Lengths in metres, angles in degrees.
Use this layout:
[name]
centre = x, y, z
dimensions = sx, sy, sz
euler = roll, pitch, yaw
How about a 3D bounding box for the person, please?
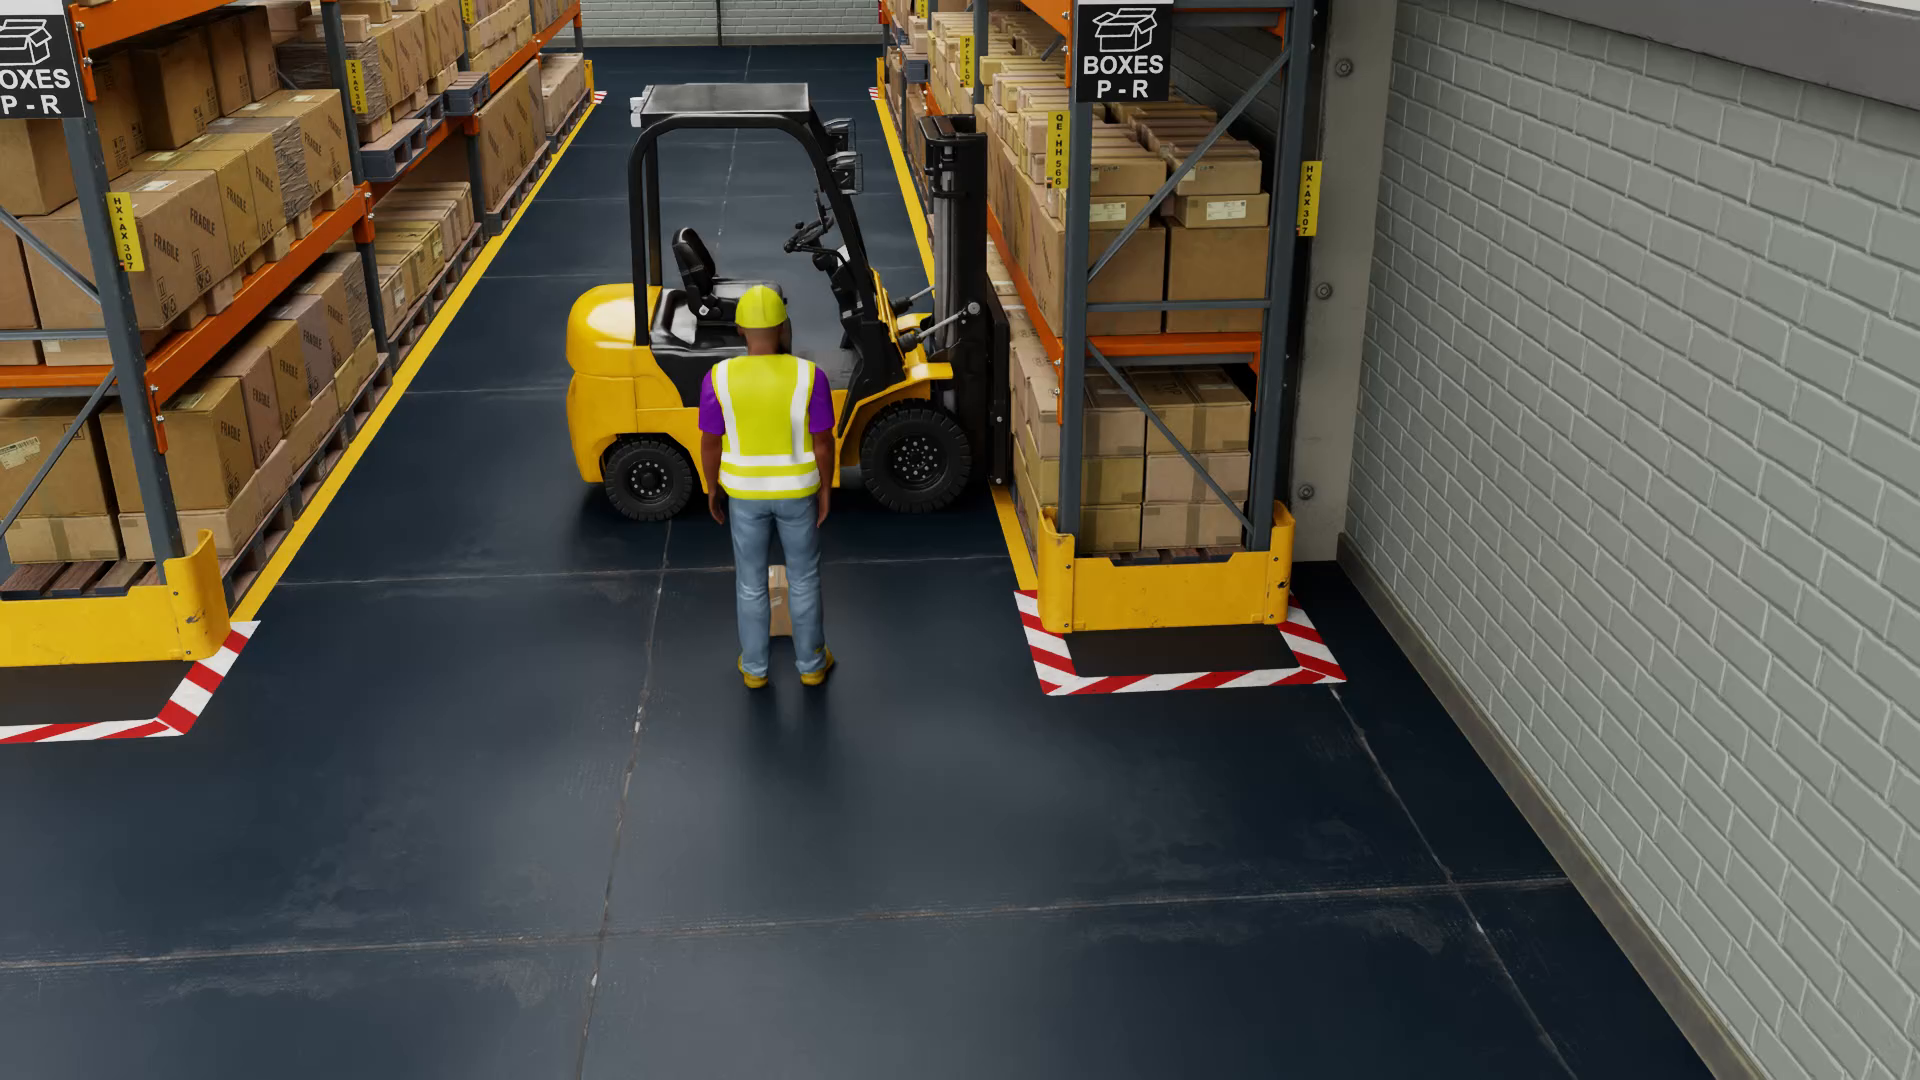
[person]
centre = -0.789, -0.215, 7.053
dimensions = 0.455, 1.765, 0.352
euler = -2, 24, -4
